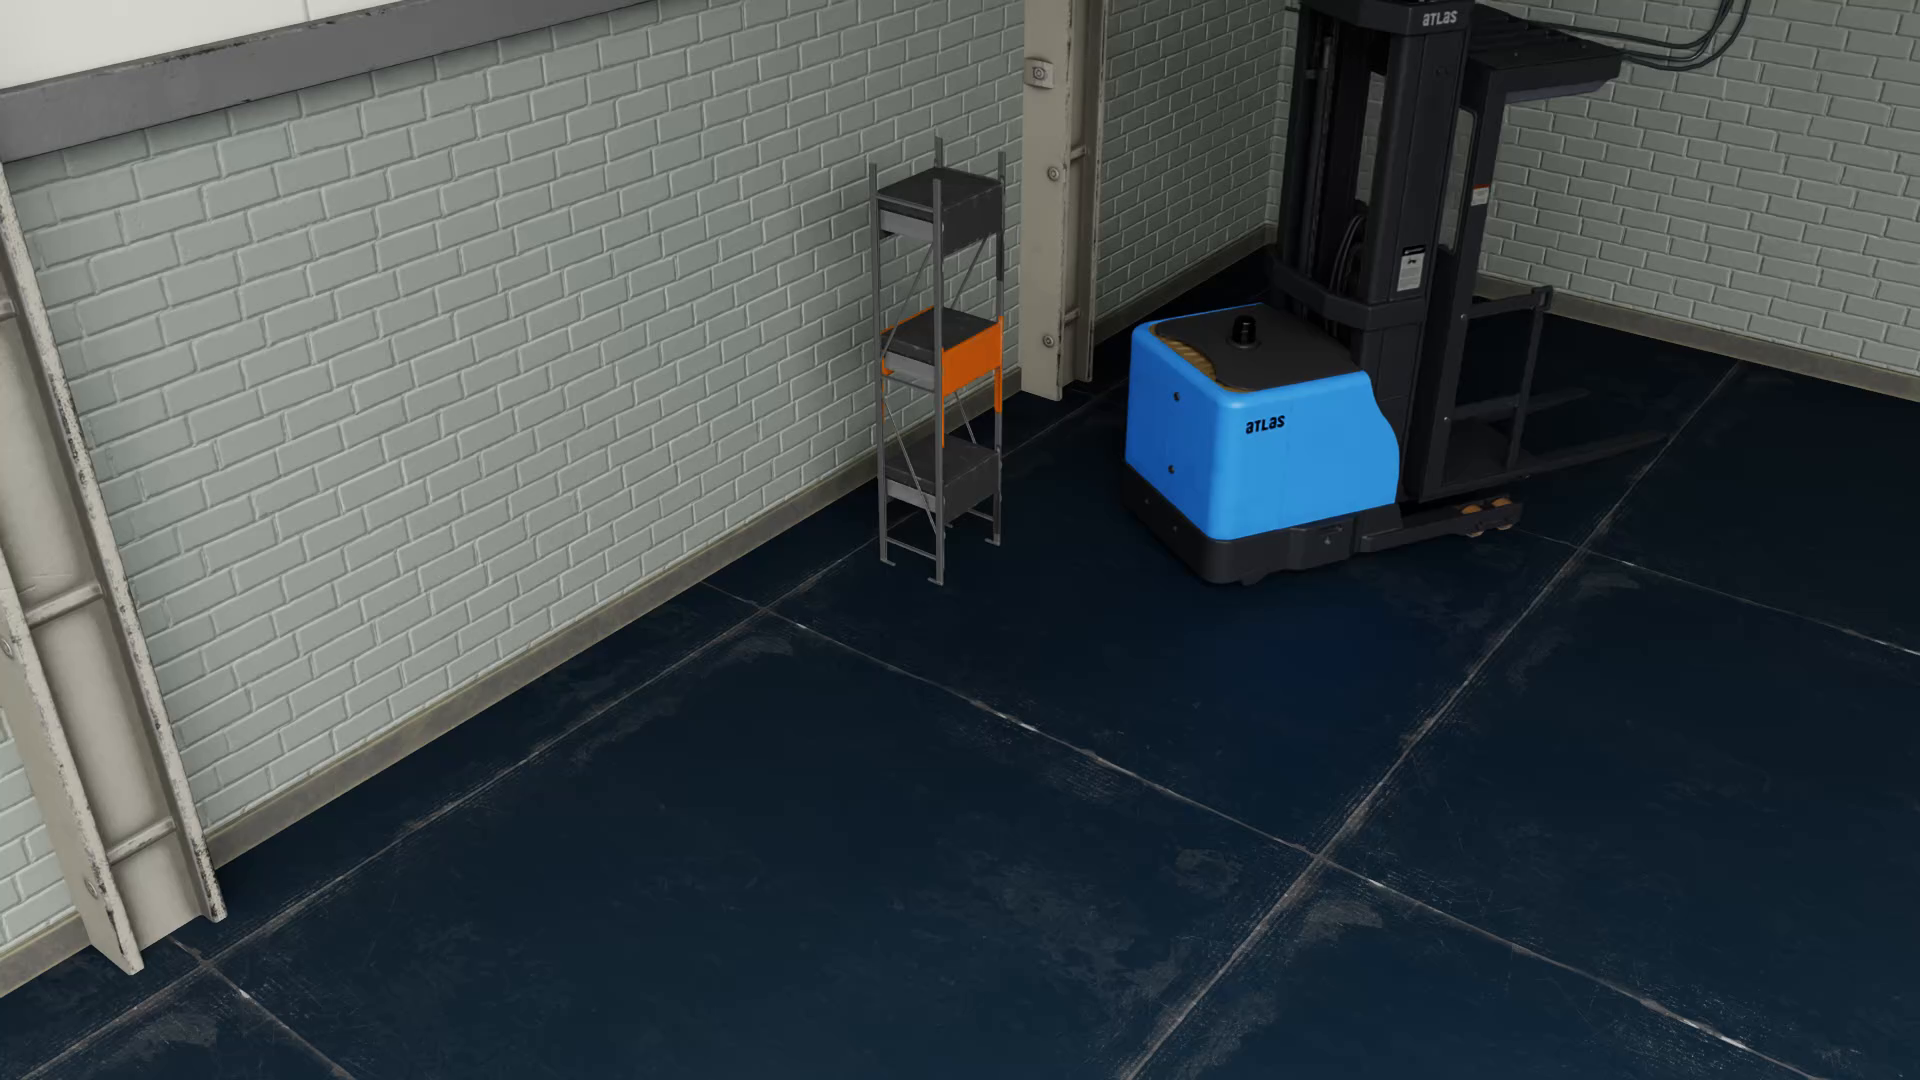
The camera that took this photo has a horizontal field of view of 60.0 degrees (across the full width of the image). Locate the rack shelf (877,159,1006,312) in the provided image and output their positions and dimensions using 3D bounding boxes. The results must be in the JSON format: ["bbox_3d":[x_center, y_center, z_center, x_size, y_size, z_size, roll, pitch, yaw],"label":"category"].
[{"bbox_3d":[-0.100,-1.426,7.751,0.431,0.518,0.480,21,37,31],"label":"rack shelf"}]

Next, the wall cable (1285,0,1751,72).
[{"bbox_3d":[3.426,-4.302,10.229,3.097,2.526,0.112,21,37,31],"label":"wall cable"}]

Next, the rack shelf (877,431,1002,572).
[{"bbox_3d":[-0.100,-0.222,8.465,0.431,0.518,0.480,21,37,31],"label":"rack shelf"}]

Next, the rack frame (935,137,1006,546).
[{"bbox_3d":[0.047,-0.935,8.268,0.400,2.100,0.015,21,37,31],"label":"rack frame"}]

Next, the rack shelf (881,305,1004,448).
[{"bbox_3d":[-0.100,-0.824,8.108,0.431,0.518,0.480,21,37,31],"label":"rack shelf"}]

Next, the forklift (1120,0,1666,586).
[{"bbox_3d":[2.430,-1.511,8.425,3.031,2.935,1.130,-12,33,-20],"label":"forklift"}]

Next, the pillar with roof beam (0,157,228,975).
[{"bbox_3d":[0.404,-1.084,1.752,9.100,9.000,0.400,21,37,31],"label":"pillar with roof beam"}]

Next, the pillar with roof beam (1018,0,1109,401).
[{"bbox_3d":[4.025,-3.523,5.868,9.100,9.000,0.400,21,37,31],"label":"pillar with roof beam"}]

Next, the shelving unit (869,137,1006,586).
[{"bbox_3d":[-0.100,-0.836,8.101,0.431,2.100,0.503,21,37,31],"label":"shelving unit"}]

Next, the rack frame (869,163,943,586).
[{"bbox_3d":[-0.247,-0.737,7.934,0.400,2.100,0.015,21,37,31],"label":"rack frame"}]
